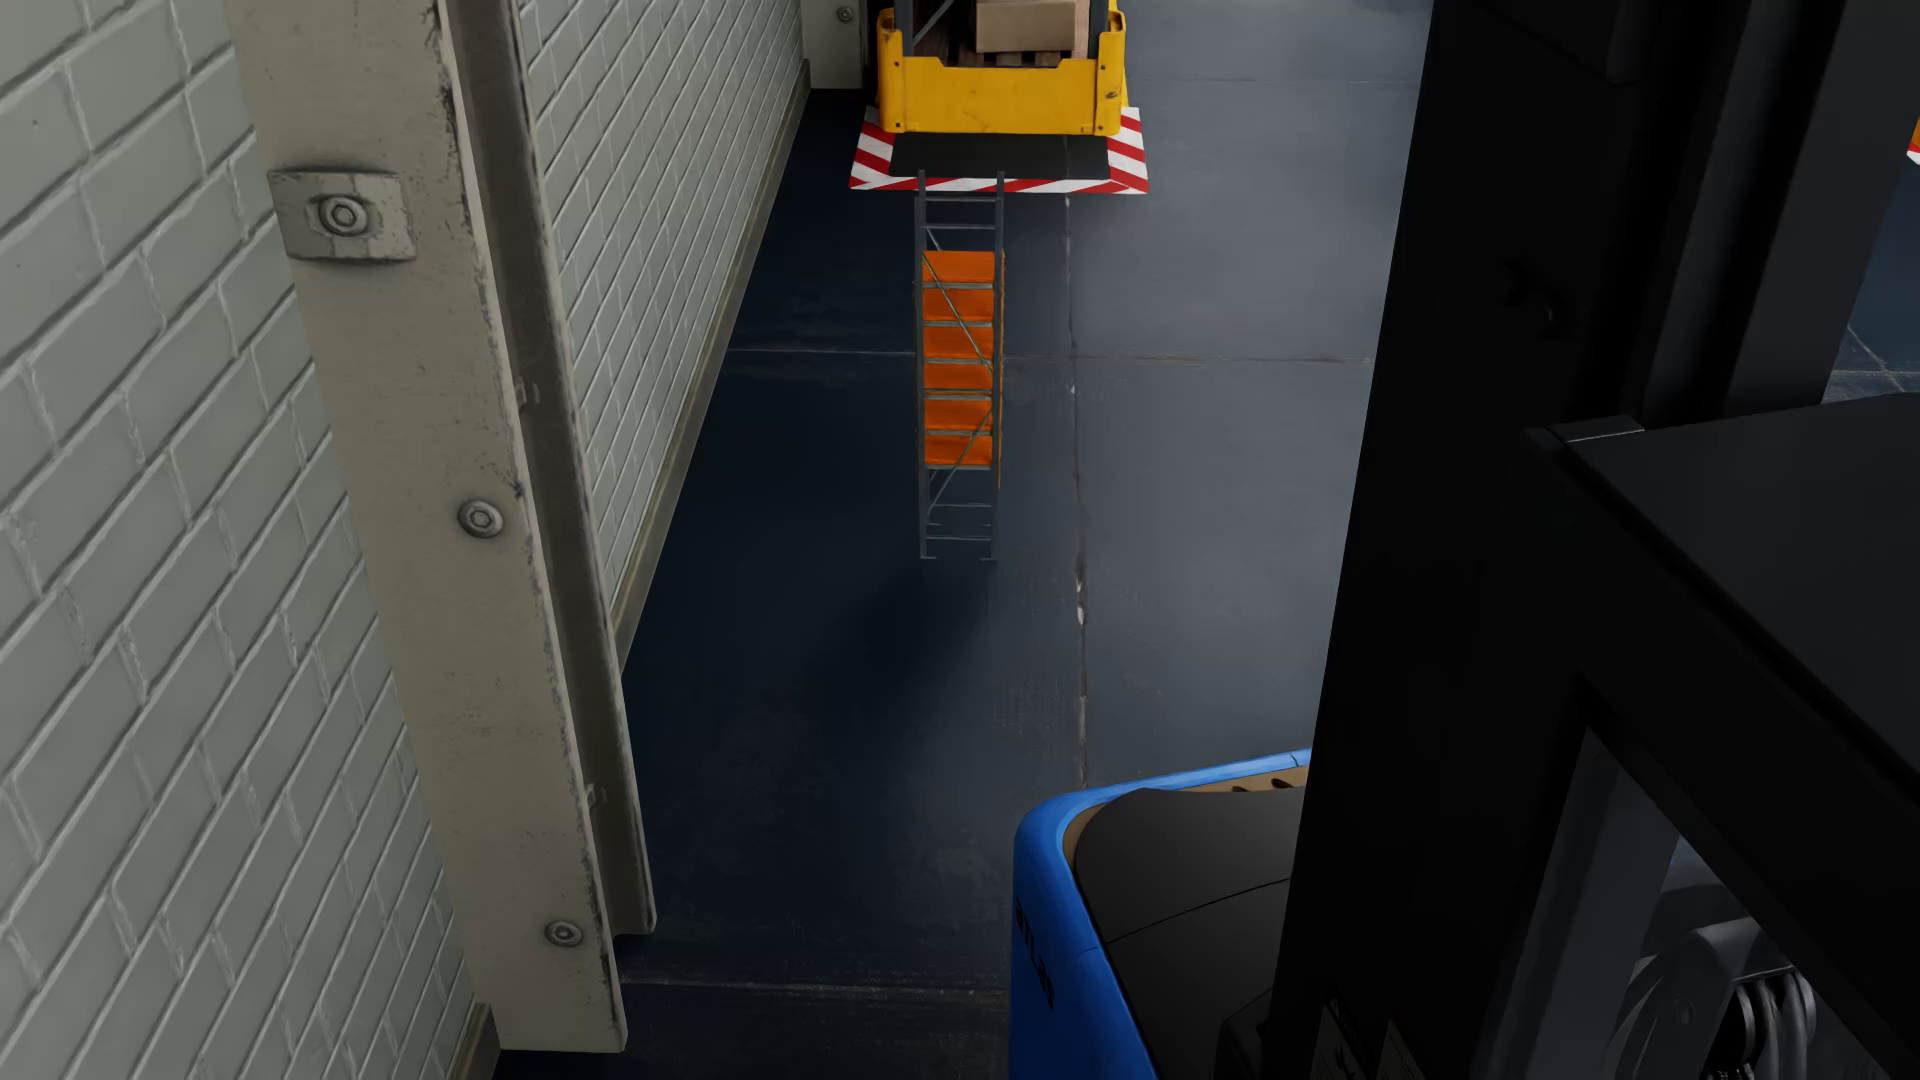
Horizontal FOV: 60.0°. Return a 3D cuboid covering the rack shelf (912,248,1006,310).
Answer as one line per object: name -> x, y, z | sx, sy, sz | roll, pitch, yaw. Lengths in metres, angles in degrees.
rack shelf -> -0.001, -0.741, 4.712 | 0.258, 0.103, 0.180 | 1, 35, 2

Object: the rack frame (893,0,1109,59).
rack frame -> 0.192, -3.245, 7.258 | 1.000, 3.000, 0.127 | 1, 35, 2

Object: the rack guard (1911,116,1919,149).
rack guard -> 5.141, -2.096, 7.797 | 1.175, 0.500, 0.348 | 1, 35, 2

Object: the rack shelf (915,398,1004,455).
rack shelf -> -0.001, -0.348, 4.988 | 0.258, 0.103, 0.180 | 1, 35, 2

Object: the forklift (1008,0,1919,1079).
forklift -> 0.942, 0.863, 1.473 | 1.130, 2.935, 3.031 | -9, 36, -12

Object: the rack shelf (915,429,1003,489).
rack shelf -> -0.001, -0.250, 5.057 | 0.258, 0.103, 0.180 | 1, 35, 2

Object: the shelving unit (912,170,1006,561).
shelving unit -> -0.001, -0.483, 4.893 | 0.258, 1.200, 0.189 | 1, 35, 2

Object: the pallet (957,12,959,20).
pallet -> 0.315, -3.312, 9.780 | 1.003, 0.211, 1.213 | 1, 35, 2

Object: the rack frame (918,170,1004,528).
rack frame -> 0.003, -0.535, 4.968 | 0.240, 1.200, 0.006 | 1, 35, 2

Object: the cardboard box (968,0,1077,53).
cardboard box -> 0.310, -2.720, 8.467 | 0.500, 0.311, 0.500 | -2, 35, -3

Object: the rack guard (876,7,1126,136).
rack guard -> 0.195, -2.266, 8.039 | 1.175, 0.500, 0.348 | 1, 35, 2

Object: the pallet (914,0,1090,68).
pallet -> 0.263, -2.613, 8.785 | 1.003, 0.211, 1.213 | 1, 35, 2

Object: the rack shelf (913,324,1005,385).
rack shelf -> -0.001, -0.544, 4.850 | 0.258, 0.103, 0.180 | 1, 35, 2

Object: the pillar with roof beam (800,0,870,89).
pillar with roof beam -> 3.658, -6.022, 5.992 | 9.100, 9.000, 0.400 | 1, 35, 2

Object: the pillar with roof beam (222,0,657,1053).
pillar with roof beam -> 3.417, -2.575, 1.087 | 9.100, 9.000, 0.400 | 1, 35, 2

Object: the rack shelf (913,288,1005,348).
rack shelf -> -0.001, -0.643, 4.781 | 0.258, 0.103, 0.180 | 1, 35, 2

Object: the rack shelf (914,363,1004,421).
rack shelf -> -0.001, -0.446, 4.919 | 0.258, 0.103, 0.180 | 1, 35, 2

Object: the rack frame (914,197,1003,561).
rack frame -> -0.004, -0.430, 4.818 | 0.240, 1.200, 0.006 | 1, 35, 2
